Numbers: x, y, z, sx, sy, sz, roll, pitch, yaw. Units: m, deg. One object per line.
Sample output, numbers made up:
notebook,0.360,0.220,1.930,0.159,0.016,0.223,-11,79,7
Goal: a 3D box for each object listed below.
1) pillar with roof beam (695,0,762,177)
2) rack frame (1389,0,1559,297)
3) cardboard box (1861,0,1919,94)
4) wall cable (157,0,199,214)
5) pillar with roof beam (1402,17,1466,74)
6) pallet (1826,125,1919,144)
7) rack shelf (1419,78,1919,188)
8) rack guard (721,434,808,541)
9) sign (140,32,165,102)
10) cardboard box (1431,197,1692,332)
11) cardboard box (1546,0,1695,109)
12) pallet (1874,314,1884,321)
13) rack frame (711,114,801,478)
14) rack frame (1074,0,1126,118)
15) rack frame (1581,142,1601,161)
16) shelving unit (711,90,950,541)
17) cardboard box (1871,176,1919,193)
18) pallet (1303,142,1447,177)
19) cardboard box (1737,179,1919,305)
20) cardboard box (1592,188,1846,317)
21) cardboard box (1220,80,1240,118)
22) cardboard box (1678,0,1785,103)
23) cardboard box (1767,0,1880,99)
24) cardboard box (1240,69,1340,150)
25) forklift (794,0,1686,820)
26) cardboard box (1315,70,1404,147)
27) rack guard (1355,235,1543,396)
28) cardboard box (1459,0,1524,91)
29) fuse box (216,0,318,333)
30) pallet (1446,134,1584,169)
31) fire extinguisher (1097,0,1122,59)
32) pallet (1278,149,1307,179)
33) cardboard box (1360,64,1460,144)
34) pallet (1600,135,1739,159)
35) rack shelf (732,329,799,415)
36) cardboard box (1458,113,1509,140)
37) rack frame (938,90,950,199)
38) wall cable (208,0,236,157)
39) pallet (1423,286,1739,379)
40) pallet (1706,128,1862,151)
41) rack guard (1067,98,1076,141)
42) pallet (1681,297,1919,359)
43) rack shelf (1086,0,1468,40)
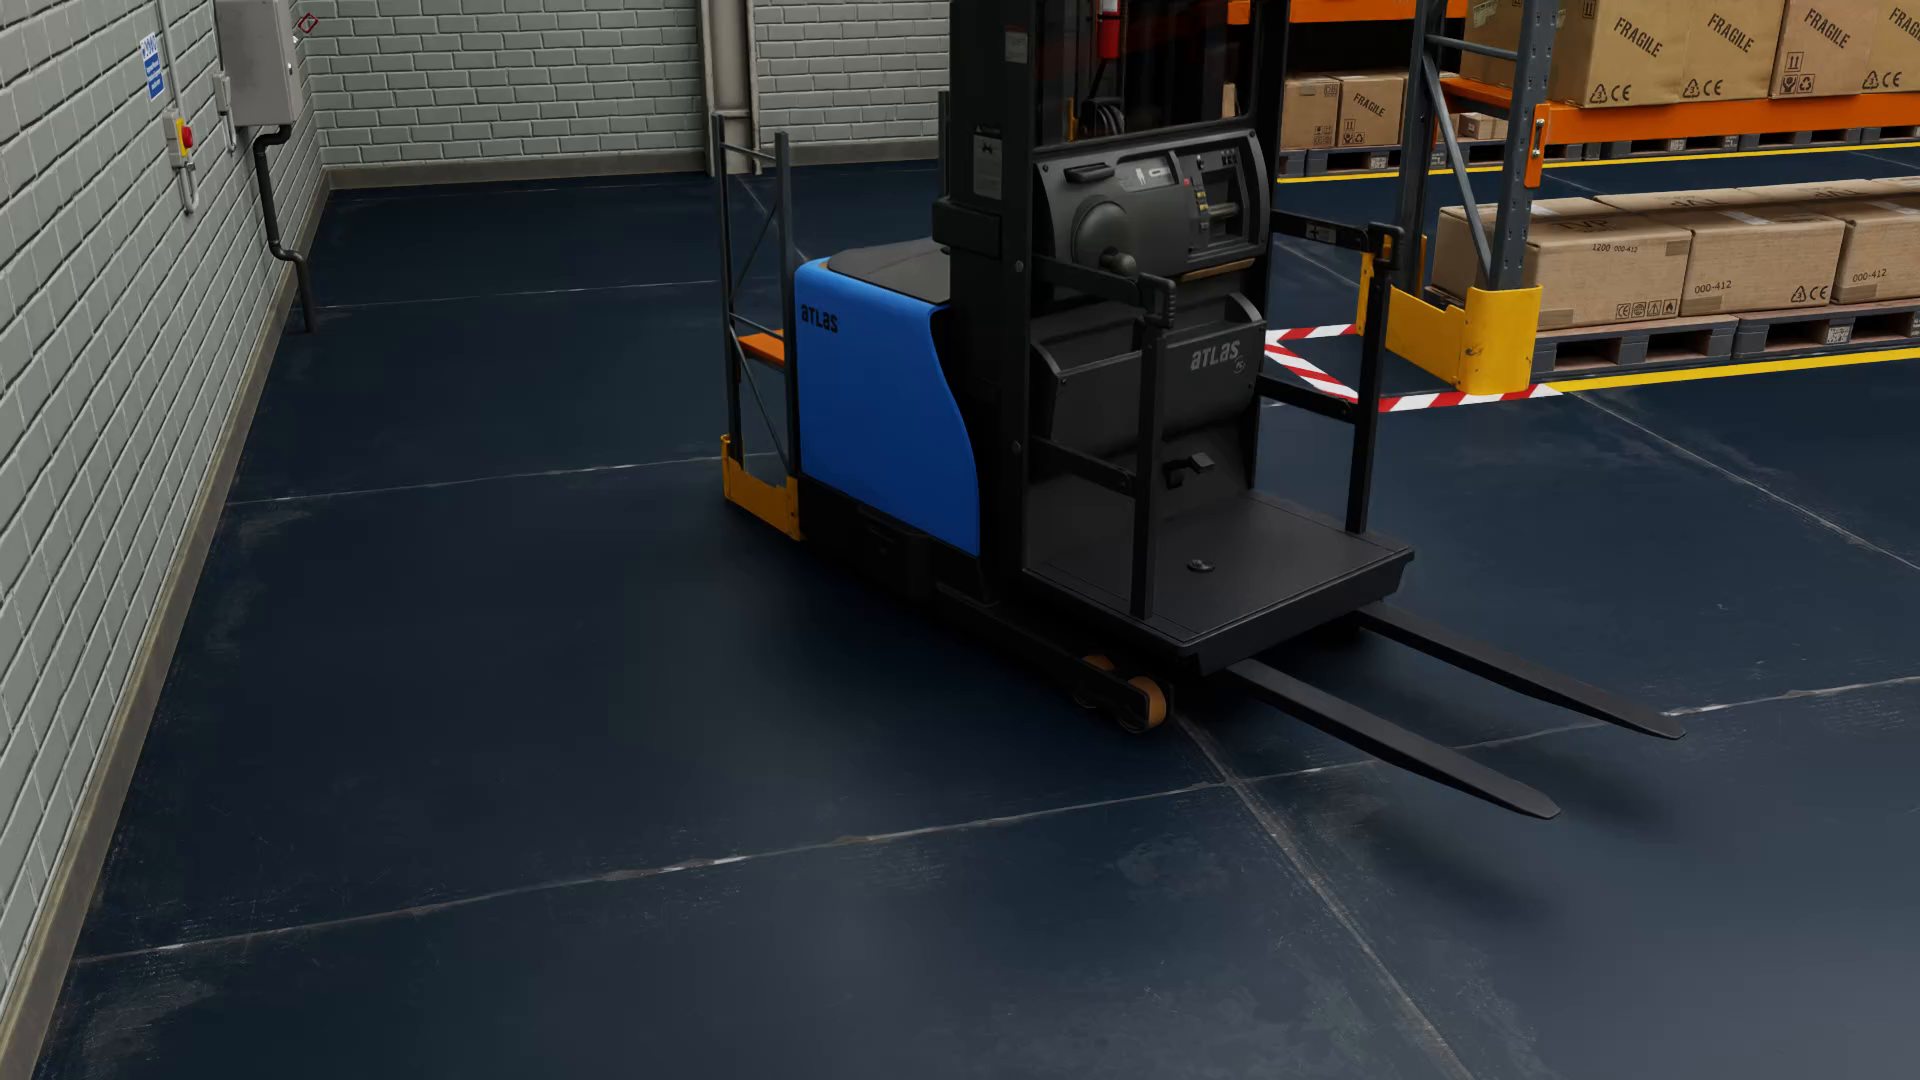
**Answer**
pillar with roof beam,-0.593,-5.356,7.321,0.400,9.000,9.100,-6,24,-14
rack frame,2.428,-2.295,7.794,0.127,3.000,1.000,-6,24,-14
cardboard box,4.419,-2.454,8.039,0.500,0.500,0.500,-6,24,-13
wall cable,-2.995,-2.167,6.167,0.123,1.953,0.585,-6,24,-14
pillar with roof beam,5.184,-5.995,8.811,0.400,9.000,9.100,-6,24,-14
pallet,8.057,-3.684,14.569,1.213,0.211,1.003,-6,24,-14
rack shelf,4.354,-2.177,8.432,4.000,0.370,1.077,-6,24,-14
rack guard,-0.747,-0.210,6.423,0.087,0.250,0.587,-16,28,-33
sign,-3.041,-1.785,6.262,0.001,0.218,0.327,-6,24,-14
cardboard box,3.036,-1.419,8.469,0.875,0.438,0.875,-7,24,-16
cardboard box,2.968,-2.283,7.639,0.500,0.500,0.500,-7,24,-15
pallet,5.526,-1.388,9.217,1.213,0.211,1.003,-6,24,-14
rack frame,-0.748,-0.784,6.176,0.032,1.500,0.500,-16,28,-33
rack frame,1.083,-4.179,12.185,0.127,3.000,1.000,-6,24,-14
rack frame,4.935,-4.605,13.178,0.127,3.000,1.000,-6,24,-14
shelving unit,-0.345,-0.900,6.447,1.083,1.500,0.587,-16,28,-33
cardboard box,5.646,-1.710,9.149,0.875,0.438,0.875,-7,24,-15
pallet,3.096,-3.119,13.252,1.213,0.211,1.003,-6,24,-14
cardboard box,4.784,-1.615,8.926,0.875,0.438,0.875,-7,24,-16
cardboard box,3.915,-1.519,8.703,0.875,0.438,0.875,-6,24,-13
cardboard box,1.698,-3.254,12.662,0.637,0.503,0.797,-7,24,-16
cardboard box,3.447,-2.347,7.790,0.500,0.500,0.500,-7,24,-15
cardboard box,3.942,-2.395,7.900,0.500,0.500,0.500,-6,24,-15
cardboard box,2.532,-3.329,12.841,0.500,0.500,0.700,-5,24,-12
forklift,0.734,-0.999,4.862,1.130,2.935,3.031,-18,29,-36
cardboard box,3.068,-3.347,12.884,0.500,0.500,0.500,-6,24,-13
rack guard,2.405,-1.144,8.281,0.348,0.500,1.175,-6,24,-14
cardboard box,2.821,-2.493,8.128,0.500,0.500,0.500,-6,24,-14
fuse box,-3.422,-1.906,8.523,0.414,1.711,0.539,-6,24,-14
pallet,4.273,-3.251,13.558,1.213,0.211,1.003,-6,24,-14
fire extinguisher,1.067,-3.781,11.828,0.183,0.674,0.296,-6,24,-14
pallet,1.924,-2.991,12.953,1.213,0.211,1.003,-6,24,-14
cardboard box,3.531,-3.439,13.099,0.500,0.500,0.700,-7,24,-16
pallet,5.708,-3.424,13.963,1.213,0.211,1.003,-6,24,-14
rack shelf,-0.338,-0.737,6.522,1.000,0.185,0.538,-16,28,-33
cardboard box,4.134,-3.333,13.147,0.258,0.266,0.396,-5,24,-12
rack frame,0.073,-1.021,6.727,0.032,1.500,0.500,-16,28,-33
wall cable,-3.389,-2.689,7.425,0.122,1.984,0.588,-6,24,-14
pallet,3.177,-1.128,8.612,1.213,0.211,1.003,-6,24,-14
pallet,6.885,-3.556,14.269,1.213,0.211,1.003,-6,24,-14
rack guard,1.157,-3.038,12.697,0.348,0.500,1.175,-6,24,-14
pallet,4.349,-1.257,8.911,1.213,0.211,1.003,-6,24,-14
rack shelf,3.009,-4.061,12.823,4.000,0.370,1.077,-6,24,-14
